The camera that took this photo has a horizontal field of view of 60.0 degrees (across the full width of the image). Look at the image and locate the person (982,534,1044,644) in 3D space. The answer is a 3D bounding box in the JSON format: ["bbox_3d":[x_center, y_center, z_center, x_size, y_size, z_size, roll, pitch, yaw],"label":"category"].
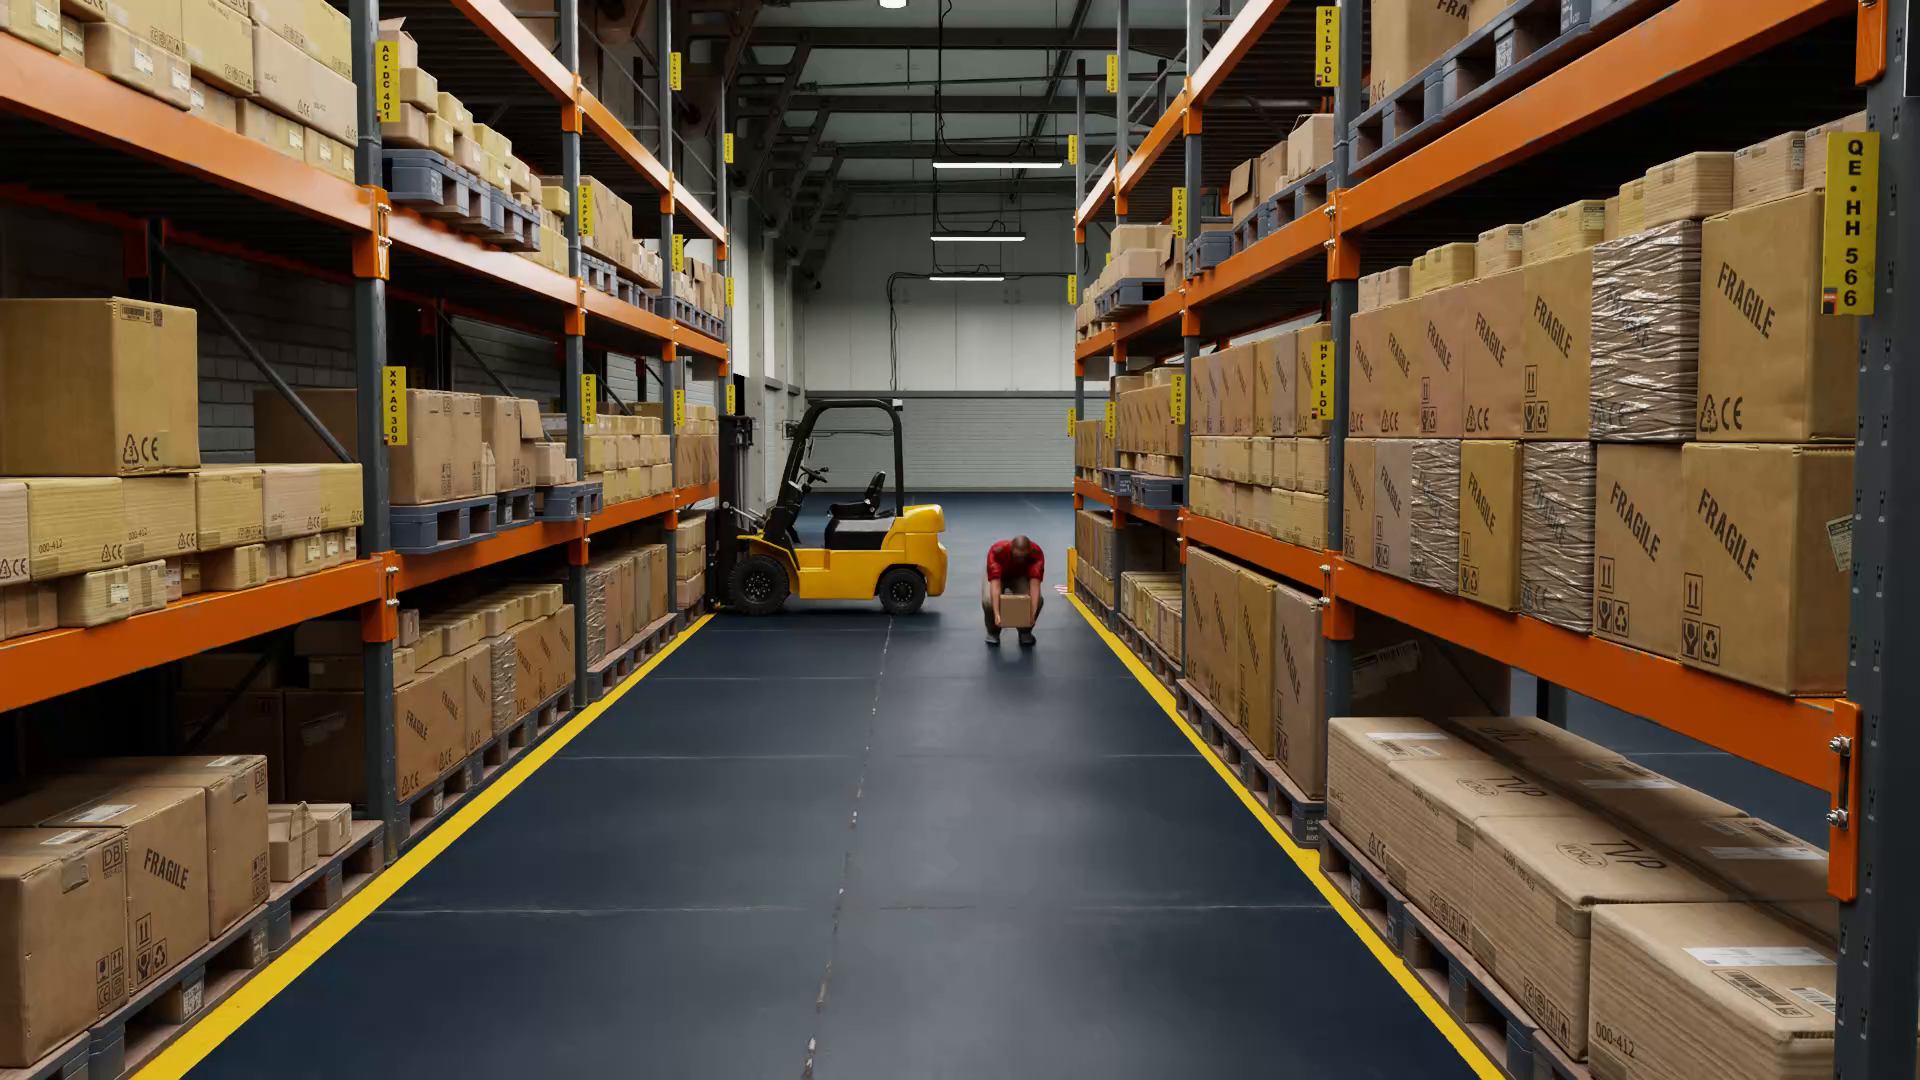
[{"bbox_3d":[0.449,0.417,14.308,0.536,0.976,0.910,0,4,-4],"label":"person"}]
